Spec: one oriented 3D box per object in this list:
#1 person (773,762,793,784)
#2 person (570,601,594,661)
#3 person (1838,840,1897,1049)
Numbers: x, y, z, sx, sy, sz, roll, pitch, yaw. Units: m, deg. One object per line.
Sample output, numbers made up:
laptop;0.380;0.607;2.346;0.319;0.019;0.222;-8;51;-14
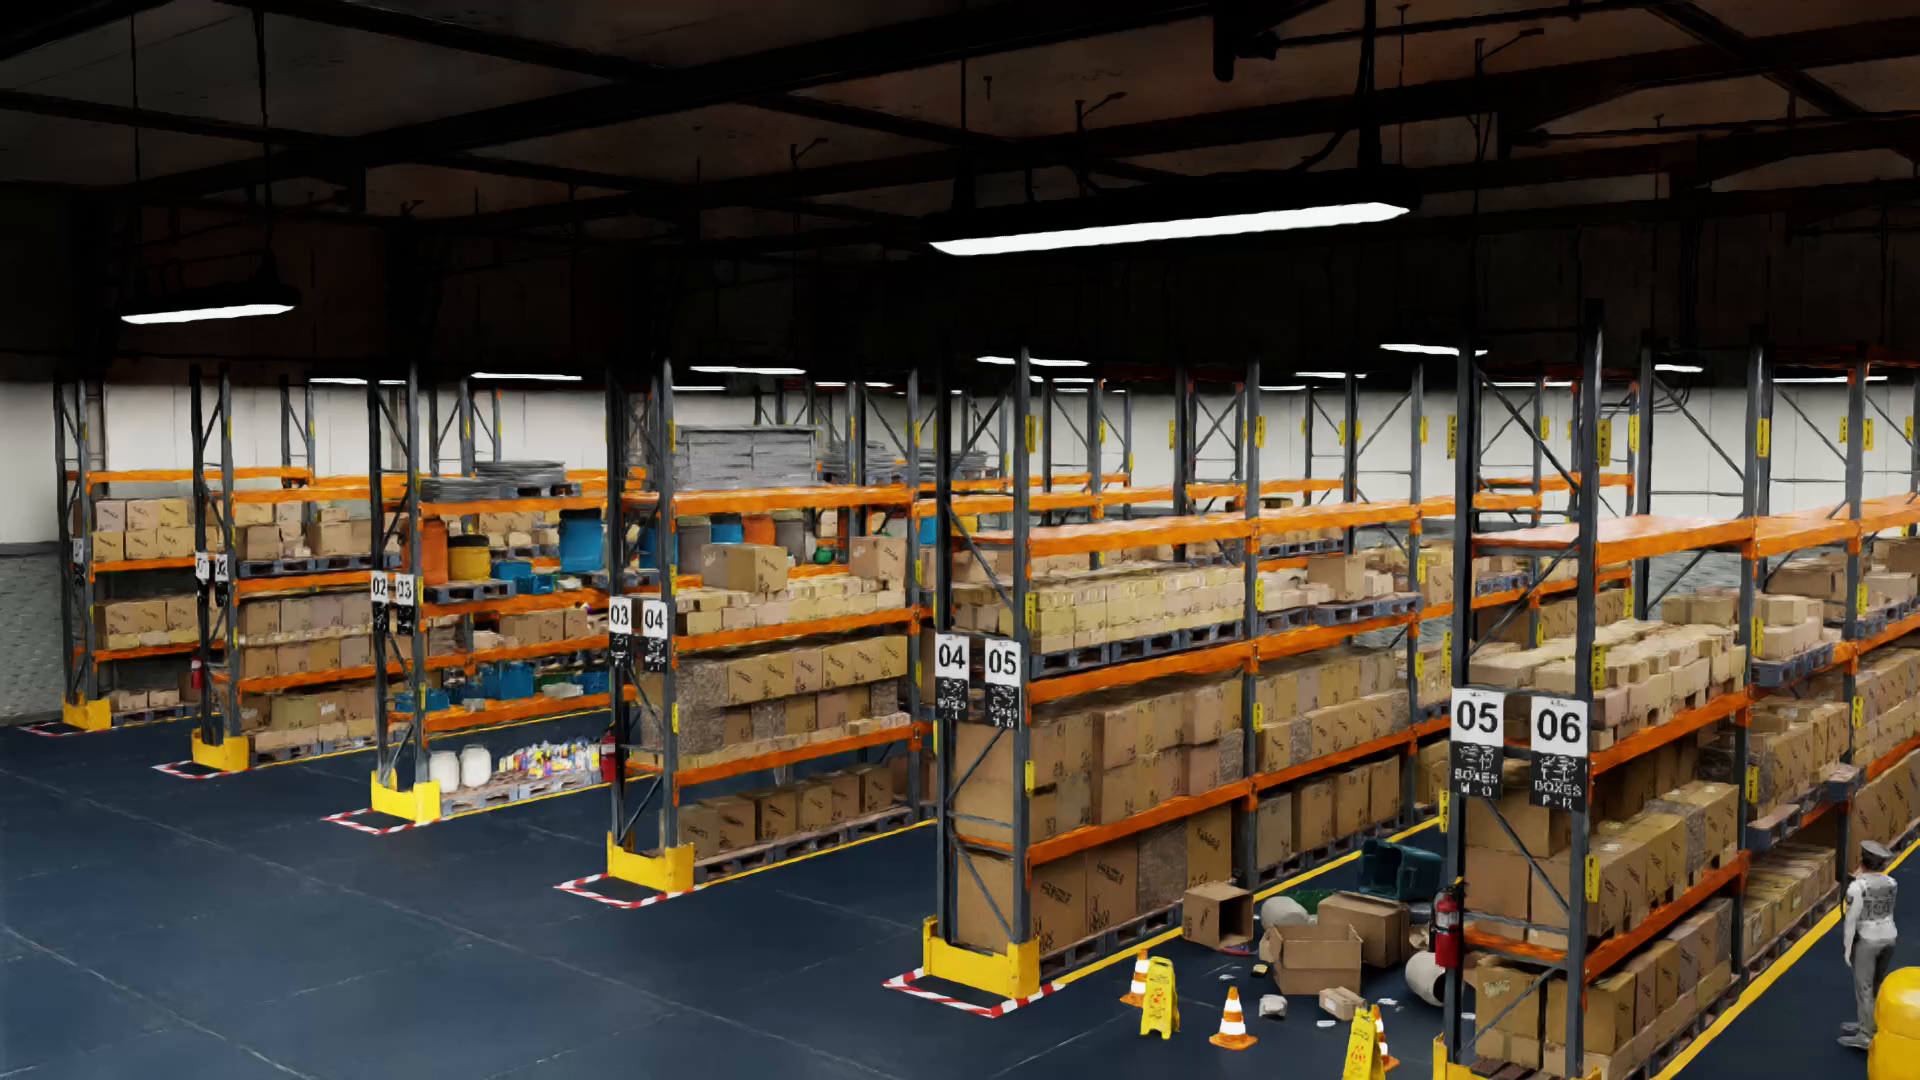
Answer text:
person;-2.365;2.756;22.164;0.534;1.587;0.538;-3;5;-32
person;-7.759;1.860;33.868;0.571;1.706;1.033;3;5;32
person;7.477;3.325;13.756;0.525;1.677;0.459;-1;4;-19
